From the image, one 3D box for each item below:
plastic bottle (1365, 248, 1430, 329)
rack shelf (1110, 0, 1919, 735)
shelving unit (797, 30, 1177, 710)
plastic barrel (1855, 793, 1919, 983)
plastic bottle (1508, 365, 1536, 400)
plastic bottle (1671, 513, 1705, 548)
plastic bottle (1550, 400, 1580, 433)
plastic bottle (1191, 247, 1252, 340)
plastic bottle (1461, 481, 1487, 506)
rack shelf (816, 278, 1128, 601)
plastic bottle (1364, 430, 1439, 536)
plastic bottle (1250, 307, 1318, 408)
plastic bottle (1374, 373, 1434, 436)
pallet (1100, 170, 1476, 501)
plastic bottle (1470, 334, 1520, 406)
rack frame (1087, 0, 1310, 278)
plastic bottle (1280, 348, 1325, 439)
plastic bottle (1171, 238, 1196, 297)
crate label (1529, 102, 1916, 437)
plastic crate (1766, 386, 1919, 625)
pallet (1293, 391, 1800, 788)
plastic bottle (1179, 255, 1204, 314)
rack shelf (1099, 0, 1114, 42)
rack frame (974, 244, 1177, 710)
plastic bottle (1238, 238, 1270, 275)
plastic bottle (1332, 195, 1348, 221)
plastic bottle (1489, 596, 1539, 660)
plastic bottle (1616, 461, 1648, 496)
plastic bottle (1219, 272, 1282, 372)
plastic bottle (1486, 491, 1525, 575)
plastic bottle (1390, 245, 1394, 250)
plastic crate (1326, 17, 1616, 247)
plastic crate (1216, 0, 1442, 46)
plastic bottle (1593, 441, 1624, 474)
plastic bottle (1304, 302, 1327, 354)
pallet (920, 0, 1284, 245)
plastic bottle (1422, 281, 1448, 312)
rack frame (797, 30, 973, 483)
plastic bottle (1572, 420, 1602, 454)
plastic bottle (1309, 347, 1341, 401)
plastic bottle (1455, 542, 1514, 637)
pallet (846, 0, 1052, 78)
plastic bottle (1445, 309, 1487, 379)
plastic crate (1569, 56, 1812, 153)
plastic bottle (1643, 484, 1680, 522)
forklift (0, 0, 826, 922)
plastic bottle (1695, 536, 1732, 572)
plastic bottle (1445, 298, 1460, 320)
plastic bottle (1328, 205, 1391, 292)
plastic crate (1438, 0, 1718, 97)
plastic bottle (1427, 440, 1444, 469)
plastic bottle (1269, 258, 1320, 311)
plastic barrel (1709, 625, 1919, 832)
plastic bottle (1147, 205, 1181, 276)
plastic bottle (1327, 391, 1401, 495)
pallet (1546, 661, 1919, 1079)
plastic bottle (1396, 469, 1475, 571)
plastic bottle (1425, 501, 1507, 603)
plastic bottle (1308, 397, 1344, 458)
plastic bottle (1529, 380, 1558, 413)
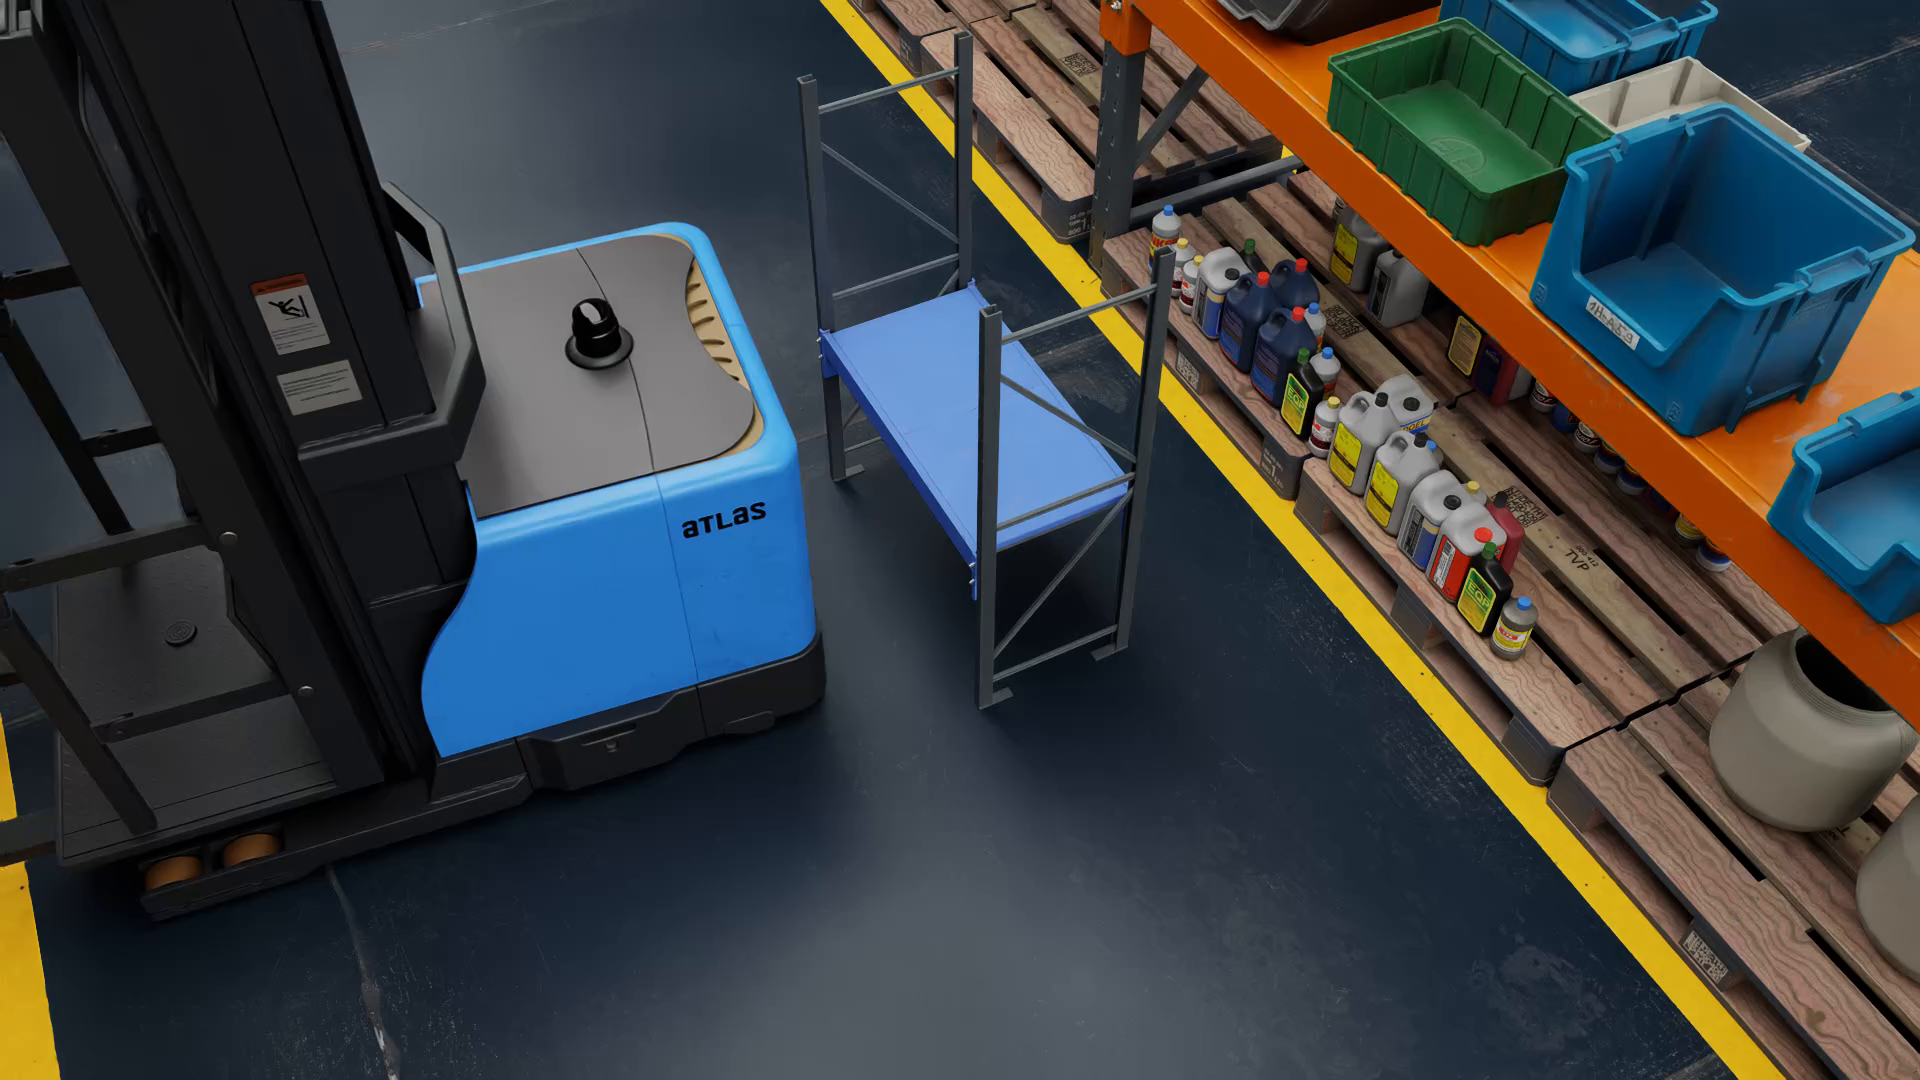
[{"bbox_3d":[1.462,-0.862,5.528,0.152,0.276,0.135,-21,52,-18],"label":"plastic bottle"},{"bbox_3d":[1.858,-0.566,4.230,1.077,0.370,4.000,-21,52,-18],"label":"rack shelf"},{"bbox_3d":[0.039,-0.437,4.636,0.538,1.500,1.048,-21,52,-18],"label":"shelving unit"},{"bbox_3d":[2.404,0.802,3.930,0.421,0.512,0.421,0,49,0],"label":"plastic barrel"},{"bbox_3d":[1.801,-0.603,5.302,0.152,0.276,0.135,-20,52,-17],"label":"plastic bottle"},{"bbox_3d":[2.174,-0.078,4.892,0.097,0.201,0.097,0,49,0],"label":"plastic bottle"},{"bbox_3d":[1.926,-0.464,5.183,0.097,0.271,0.097,0,49,0],"label":"plastic bottle"},{"bbox_3d":[0.871,-0.819,5.490,0.152,0.276,0.135,-19,52,-16],"label":"plastic bottle"},{"bbox_3d":[1.491,-0.093,4.905,0.097,0.201,0.097,0,49,0],"label":"plastic bottle"},{"bbox_3d":[0.039,-0.318,4.771,0.538,0.185,1.000,-21,52,-18],"label":"rack shelf"},{"bbox_3d":[1.309,-0.196,4.896,0.144,0.351,0.185,-19,52,-16],"label":"plastic bottle"},{"bbox_3d":[1.030,-0.605,5.254,0.144,0.351,0.185,-23,53,-19],"label":"plastic bottle"},{"bbox_3d":[1.345,-0.364,5.093,0.152,0.276,0.135,-21,52,-18],"label":"plastic bottle"},{"bbox_3d":[1.213,-0.760,5.774,1.003,0.211,1.213,-21,52,-18],"label":"pallet"},{"bbox_3d":[1.706,-0.569,5.267,0.061,0.283,0.133,-21,52,-18],"label":"plastic bottle"},{"bbox_3d":[0.943,-2.142,5.130,1.000,3.000,0.127,-21,52,-18],"label":"rack frame"},{"bbox_3d":[1.068,-0.458,5.170,0.061,0.283,0.133,-19,52,-16],"label":"plastic bottle"},{"bbox_3d":[0.746,-0.933,5.640,0.097,0.201,0.097,0,49,0],"label":"plastic bottle"},{"bbox_3d":[1.691,-0.615,3.772,0.502,0.435,0.616,-21,52,-18],"label":"crate label"},{"bbox_3d":[1.986,-0.084,3.430,0.499,0.251,0.408,-21,52,-18],"label":"plastic crate"},{"bbox_3d":[1.776,0.058,5.059,1.003,0.211,1.213,-21,52,-18],"label":"pallet"},{"bbox_3d":[0.792,-0.865,5.581,0.097,0.201,0.097,0,49,0],"label":"plastic bottle"},{"bbox_3d":[0.028,-3.243,6.572,1.077,0.370,4.000,-21,52,-18],"label":"rack shelf"},{"bbox_3d":[0.272,-0.096,4.338,0.500,1.500,0.032,-21,52,-18],"label":"rack frame"},{"bbox_3d":[0.966,-0.858,5.520,0.061,0.283,0.133,-21,52,-18],"label":"plastic bottle"},{"bbox_3d":[1.386,-1.230,5.900,0.097,0.201,0.097,0,49,0],"label":"plastic bottle"},{"bbox_3d":[1.543,0.234,4.620,0.097,0.201,0.097,0,49,0],"label":"plastic bottle"},{"bbox_3d":[2.064,-0.261,5.006,0.097,0.271,0.097,0,49,0],"label":"plastic bottle"},{"bbox_3d":[0.943,-0.731,5.364,0.144,0.351,0.185,-20,52,-17],"label":"plastic bottle"},{"bbox_3d":[1.547,-0.009,4.777,0.061,0.283,0.133,-21,52,-18],"label":"plastic bottle"},{"bbox_3d":[1.494,-1.083,5.672,0.144,0.351,0.185,-22,53,-18],"label":"plastic bottle"},{"bbox_3d":[1.313,-1.066,4.331,0.450,0.188,0.662,-21,52,-18],"label":"plastic crate"},{"bbox_3d":[1.070,-1.727,4.809,0.767,0.338,0.504,-21,52,-18],"label":"plastic crate"},{"bbox_3d":[2.018,-0.328,5.065,0.097,0.271,0.097,0,49,0],"label":"plastic bottle"},{"bbox_3d":[1.117,-0.650,5.346,0.097,0.271,0.097,0,49,0],"label":"plastic bottle"},{"bbox_3d":[0.549,-1.736,6.628,1.003,0.211,1.213,-21,52,-18],"label":"pallet"},{"bbox_3d":[1.582,-0.954,5.559,0.144,0.351,0.185,-24,53,-19],"label":"plastic bottle"},{"bbox_3d":[-0.194,-0.777,4.933,0.500,1.500,0.032,-21,52,-18],"label":"rack frame"},{"bbox_3d":[1.973,-0.372,5.149,0.097,0.201,0.097,0,49,0],"label":"plastic bottle"},{"bbox_3d":[1.130,-0.493,5.209,0.097,0.271,0.097,0,49,0],"label":"plastic bottle"},{"bbox_3d":[1.474,0.135,4.652,0.061,0.283,0.133,-20,52,-17],"label":"plastic bottle"},{"bbox_3d":[-0.013,-2.554,7.343,1.003,0.211,1.213,-21,52,-18],"label":"pallet"},{"bbox_3d":[1.650,-0.663,5.350,0.061,0.283,0.133,-21,52,-18],"label":"plastic bottle"},{"bbox_3d":[1.911,-1.055,4.356,0.530,0.136,0.437,-21,52,-18],"label":"plastic crate"},{"bbox_3d":[2.134,-0.194,4.939,0.061,0.283,0.133,-20,52,-17],"label":"plastic bottle"},{"bbox_3d":[-1.957,-0.432,3.681,3.031,2.935,1.130,-16,51,-13],"label":"forklift"},{"bbox_3d":[2.221,-0.032,4.806,0.097,0.271,0.097,0,49,0],"label":"plastic bottle"},{"bbox_3d":[1.693,-0.837,5.502,0.061,0.283,0.133,-18,51,-15],"label":"plastic bottle"},{"bbox_3d":[1.366,-1.033,5.628,0.144,0.351,0.185,-21,52,-18],"label":"plastic bottle"},{"bbox_3d":[1.691,-1.446,4.620,0.499,0.251,0.616,-21,52,-18],"label":"plastic crate"},{"bbox_3d":[1.397,-0.218,5.014,0.097,0.201,0.097,0,49,0],"label":"plastic bottle"},{"bbox_3d":[1.072,-0.781,5.408,0.144,0.351,0.185,-21,52,-18],"label":"plastic bottle"},{"bbox_3d":[2.175,0.467,4.223,0.421,0.512,0.421,0,49,0],"label":"plastic barrel"},{"bbox_3d":[0.699,-1.024,5.673,0.097,0.271,0.097,0,49,0],"label":"plastic bottle"},{"bbox_3d":[1.224,-0.321,5.005,0.144,0.351,0.185,-22,52,-18],"label":"plastic bottle"},{"bbox_3d":[2.330,0.873,4.346,1.003,0.211,1.213,-21,52,-18],"label":"pallet"},{"bbox_3d":[1.389,-0.062,4.829,0.152,0.276,0.135,-23,53,-19],"label":"plastic bottle"},{"bbox_3d":[1.452,0.031,4.747,0.152,0.276,0.135,-21,52,-17],"label":"plastic bottle"},{"bbox_3d":[1.139,-0.358,5.137,0.097,0.201,0.097,0,49,0],"label":"plastic bottle"},{"bbox_3d":[1.879,-0.509,5.269,0.097,0.201,0.097,0,49,0],"label":"plastic bottle"}]
